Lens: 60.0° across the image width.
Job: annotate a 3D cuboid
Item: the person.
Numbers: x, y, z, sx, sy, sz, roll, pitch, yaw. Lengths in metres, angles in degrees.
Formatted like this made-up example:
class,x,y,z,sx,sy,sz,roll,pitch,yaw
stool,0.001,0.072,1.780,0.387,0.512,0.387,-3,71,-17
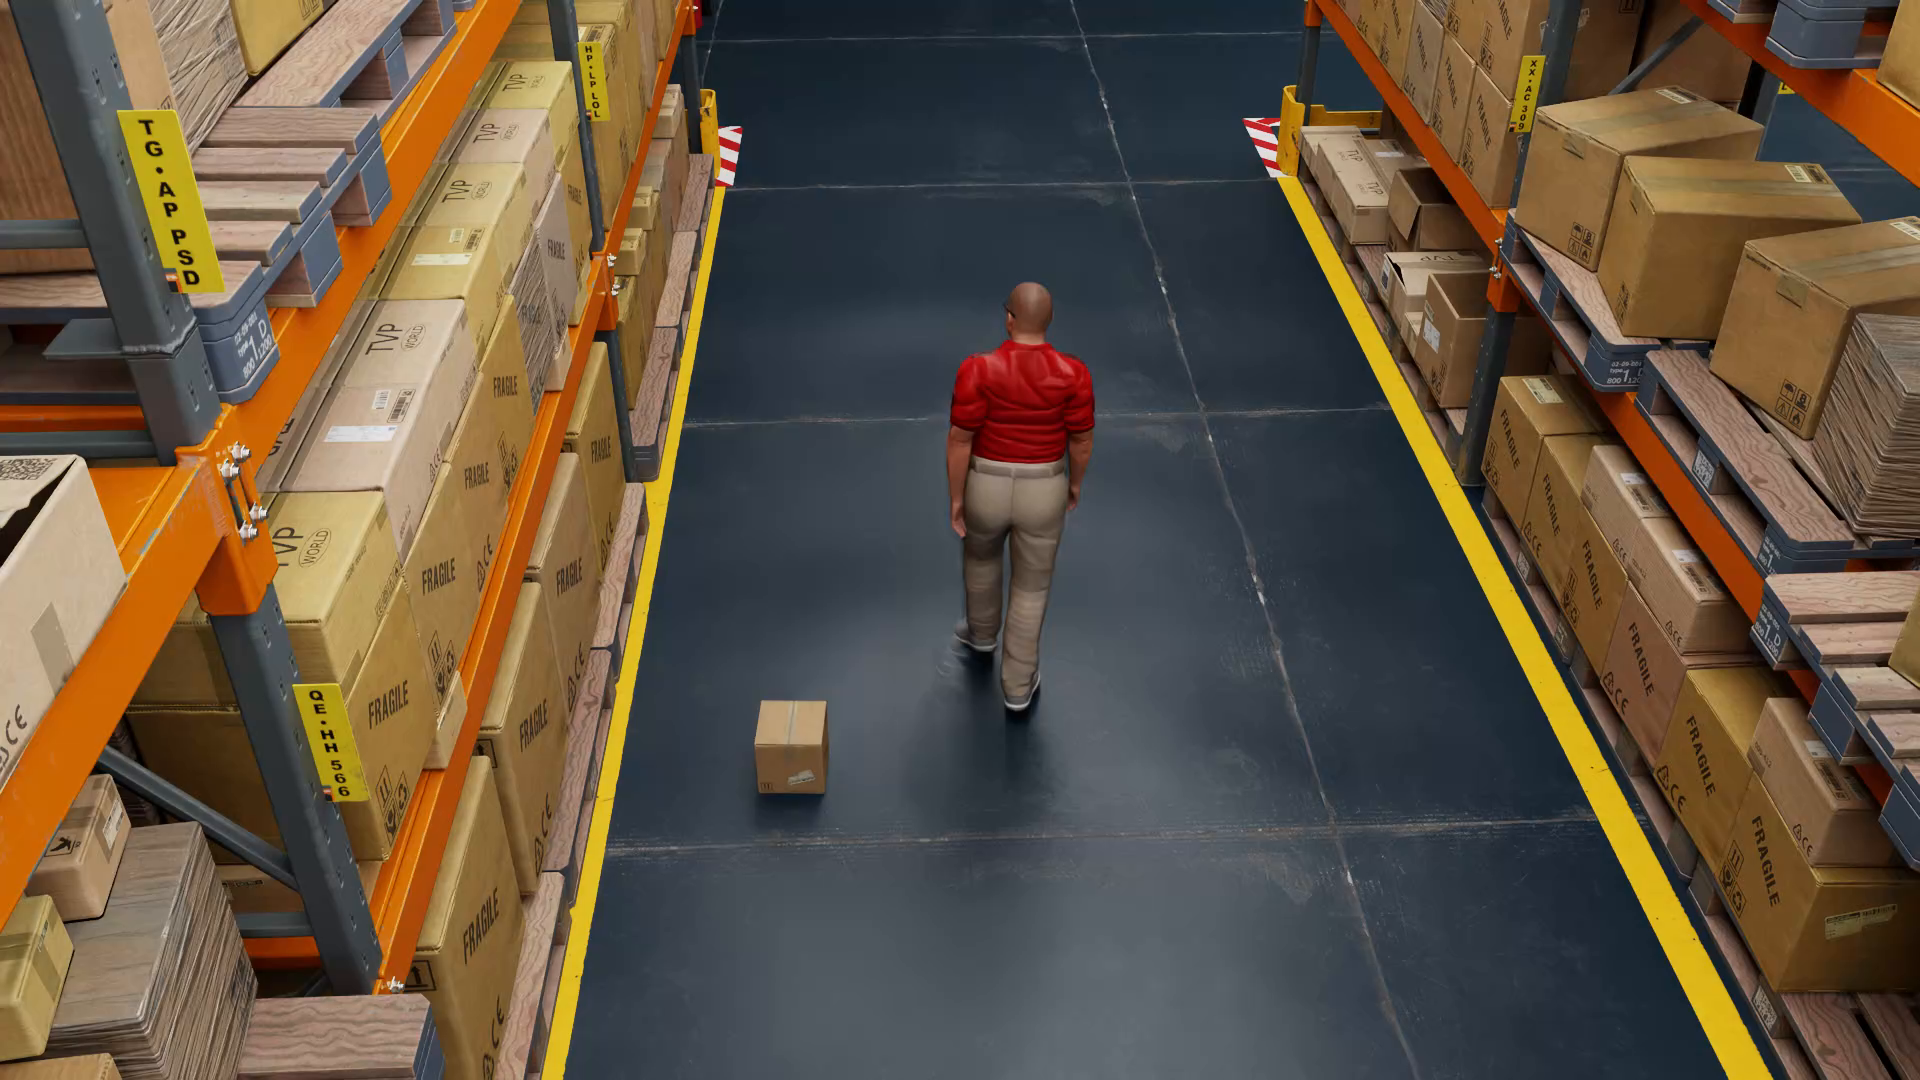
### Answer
class,x,y,z,sx,sy,sz,roll,pitch,yaw
person,0.222,-0.152,6.406,0.558,1.770,0.646,4,35,5
